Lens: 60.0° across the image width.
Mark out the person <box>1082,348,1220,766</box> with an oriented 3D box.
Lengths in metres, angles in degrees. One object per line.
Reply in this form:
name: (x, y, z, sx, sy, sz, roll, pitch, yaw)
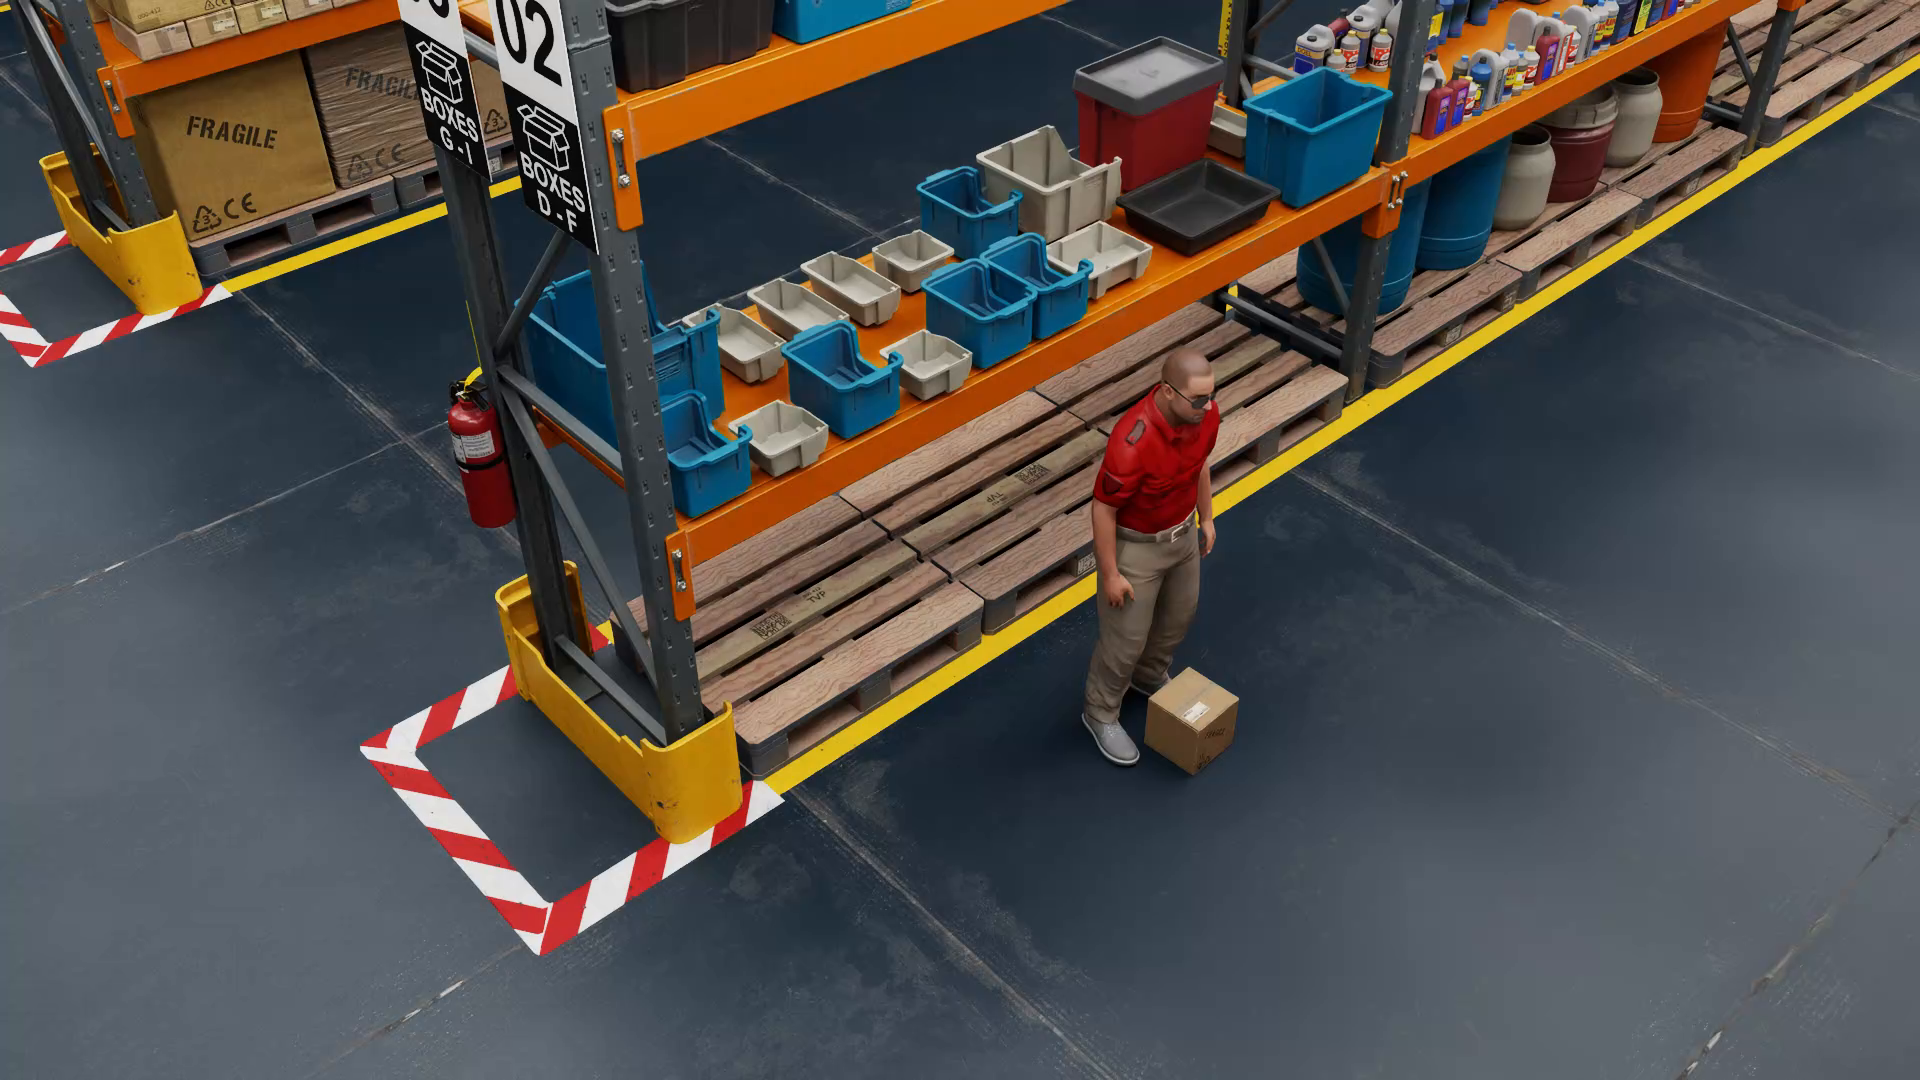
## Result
person: (0.718, 0.023, 6.138, 0.585, 1.727, 0.393, -30, 48, -31)
